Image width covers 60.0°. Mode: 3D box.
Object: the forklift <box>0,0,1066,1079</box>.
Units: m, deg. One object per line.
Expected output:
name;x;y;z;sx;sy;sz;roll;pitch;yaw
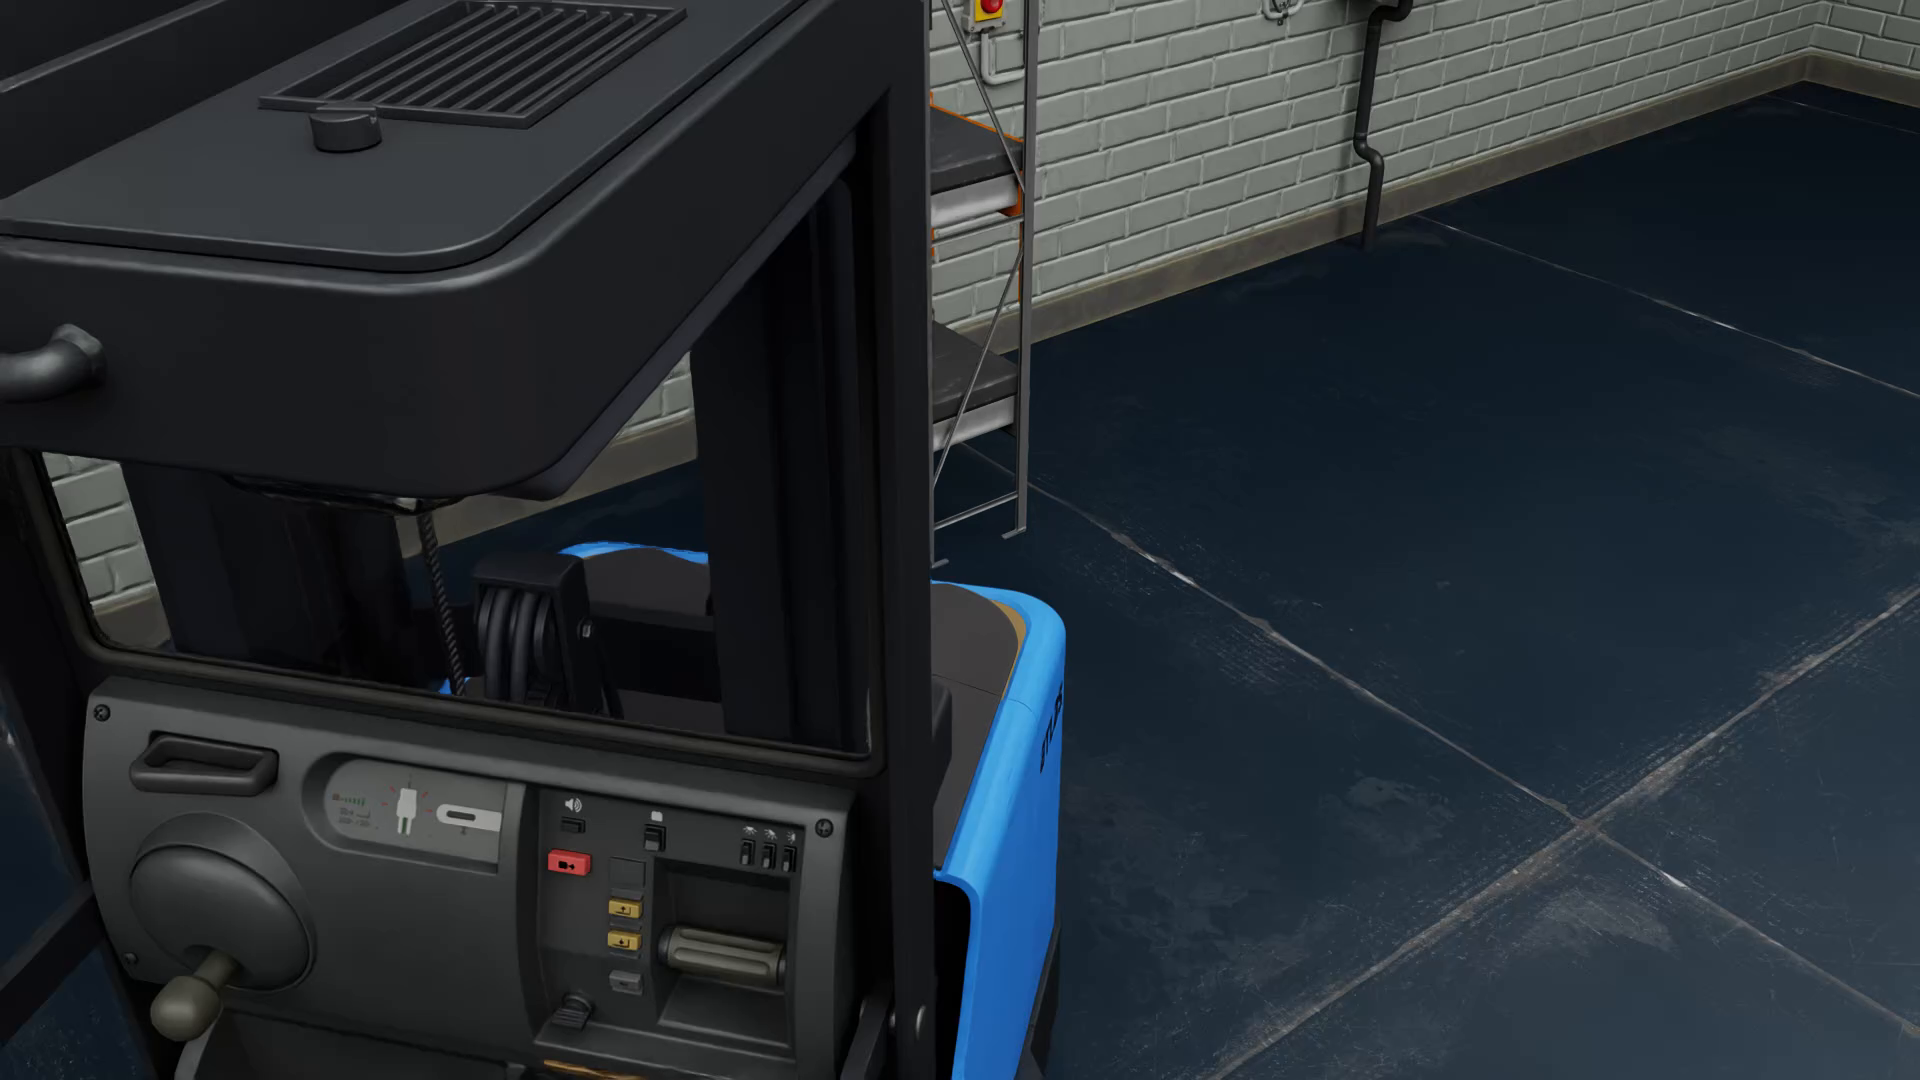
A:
forklift;-0.626;0.466;1.721;1.130;2.935;3.031;7;33;11

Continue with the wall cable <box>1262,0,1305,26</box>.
wall cable;1.191;-2.828;5.998;0.588;1.984;0.122;-22;38;-31

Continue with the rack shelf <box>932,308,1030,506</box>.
rack shelf;-0.101;-0.355;5.184;0.431;0.518;0.480;-22;38;-31

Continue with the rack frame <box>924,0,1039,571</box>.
rack frame;0.048;-0.859;4.643;0.400;2.100;0.015;-22;38;-31

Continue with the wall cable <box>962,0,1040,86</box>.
wall cable;0.077;-2.378;5.243;0.585;1.953;0.123;-22;38;-31

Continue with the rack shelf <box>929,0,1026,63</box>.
rack shelf;-0.101;-1.544;4.445;0.431;0.518;0.480;-22;38;-31

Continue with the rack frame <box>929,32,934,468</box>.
rack frame;-0.251;-1.063;4.971;0.400;2.100;0.015;-22;38;-31

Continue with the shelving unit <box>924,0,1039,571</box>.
shelving unit;-0.101;-0.961;4.807;0.431;2.100;0.503;-22;38;-31

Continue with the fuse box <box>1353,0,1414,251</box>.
fuse box;1.826;-2.004;6.856;0.539;1.711;0.414;-22;38;-31

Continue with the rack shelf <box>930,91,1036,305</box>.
rack shelf;-0.101;-0.949;4.814;0.431;0.518;0.480;-22;38;-31
